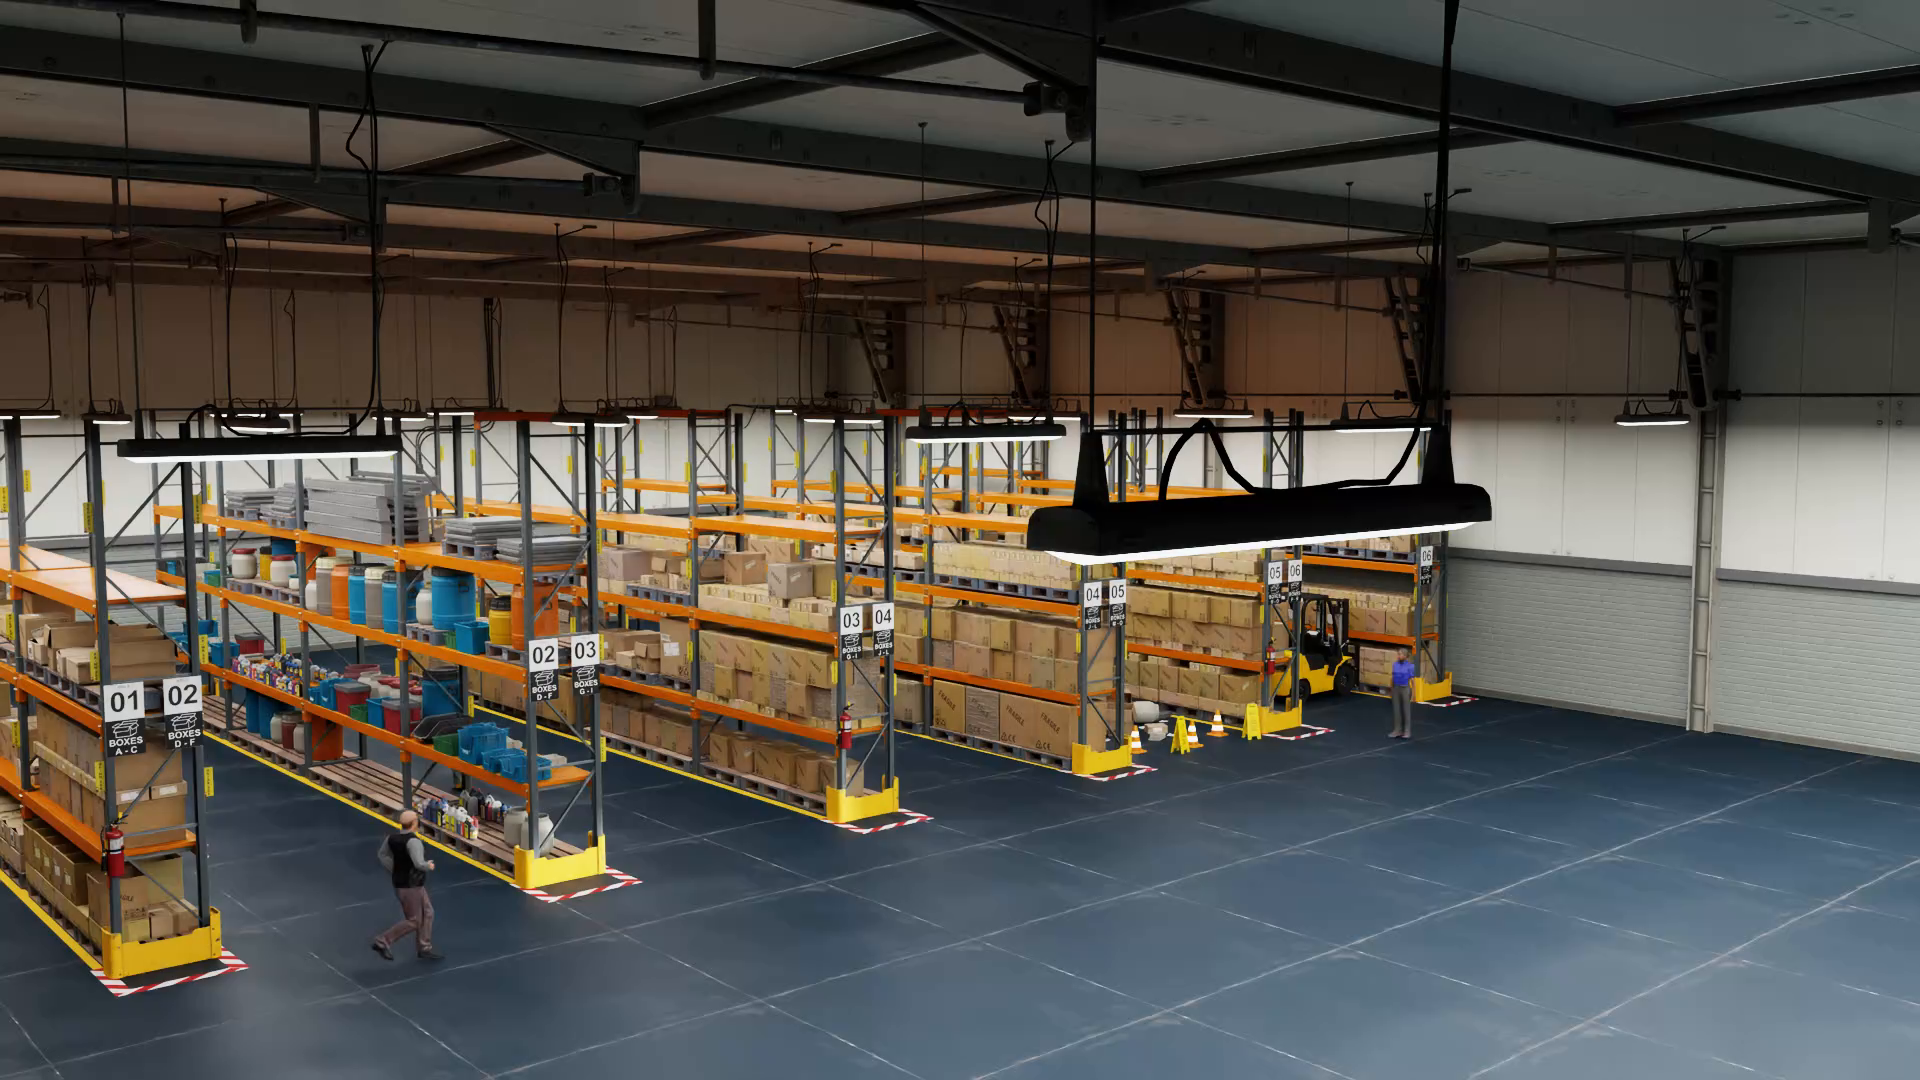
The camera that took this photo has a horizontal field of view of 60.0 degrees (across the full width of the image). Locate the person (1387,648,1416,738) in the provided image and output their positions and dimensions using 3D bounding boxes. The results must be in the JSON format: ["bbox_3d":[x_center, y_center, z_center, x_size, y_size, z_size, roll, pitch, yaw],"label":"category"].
[{"bbox_3d":[8.167,2.839,30.643,0.538,1.620,0.341,4,6,38],"label":"person"}]

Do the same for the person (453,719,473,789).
[{"bbox_3d":[-7.964,3.106,26.728,0.551,1.801,0.684,-2,6,-25],"label":"person"}]

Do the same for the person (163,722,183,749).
[{"bbox_3d":[-14.096,2.890,29.758,0.597,1.679,0.486,1,5,14],"label":"person"}]

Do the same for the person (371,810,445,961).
[{"bbox_3d":[-6.135,3.869,18.436,0.784,1.726,0.562,-2,6,-24],"label":"person"}]
